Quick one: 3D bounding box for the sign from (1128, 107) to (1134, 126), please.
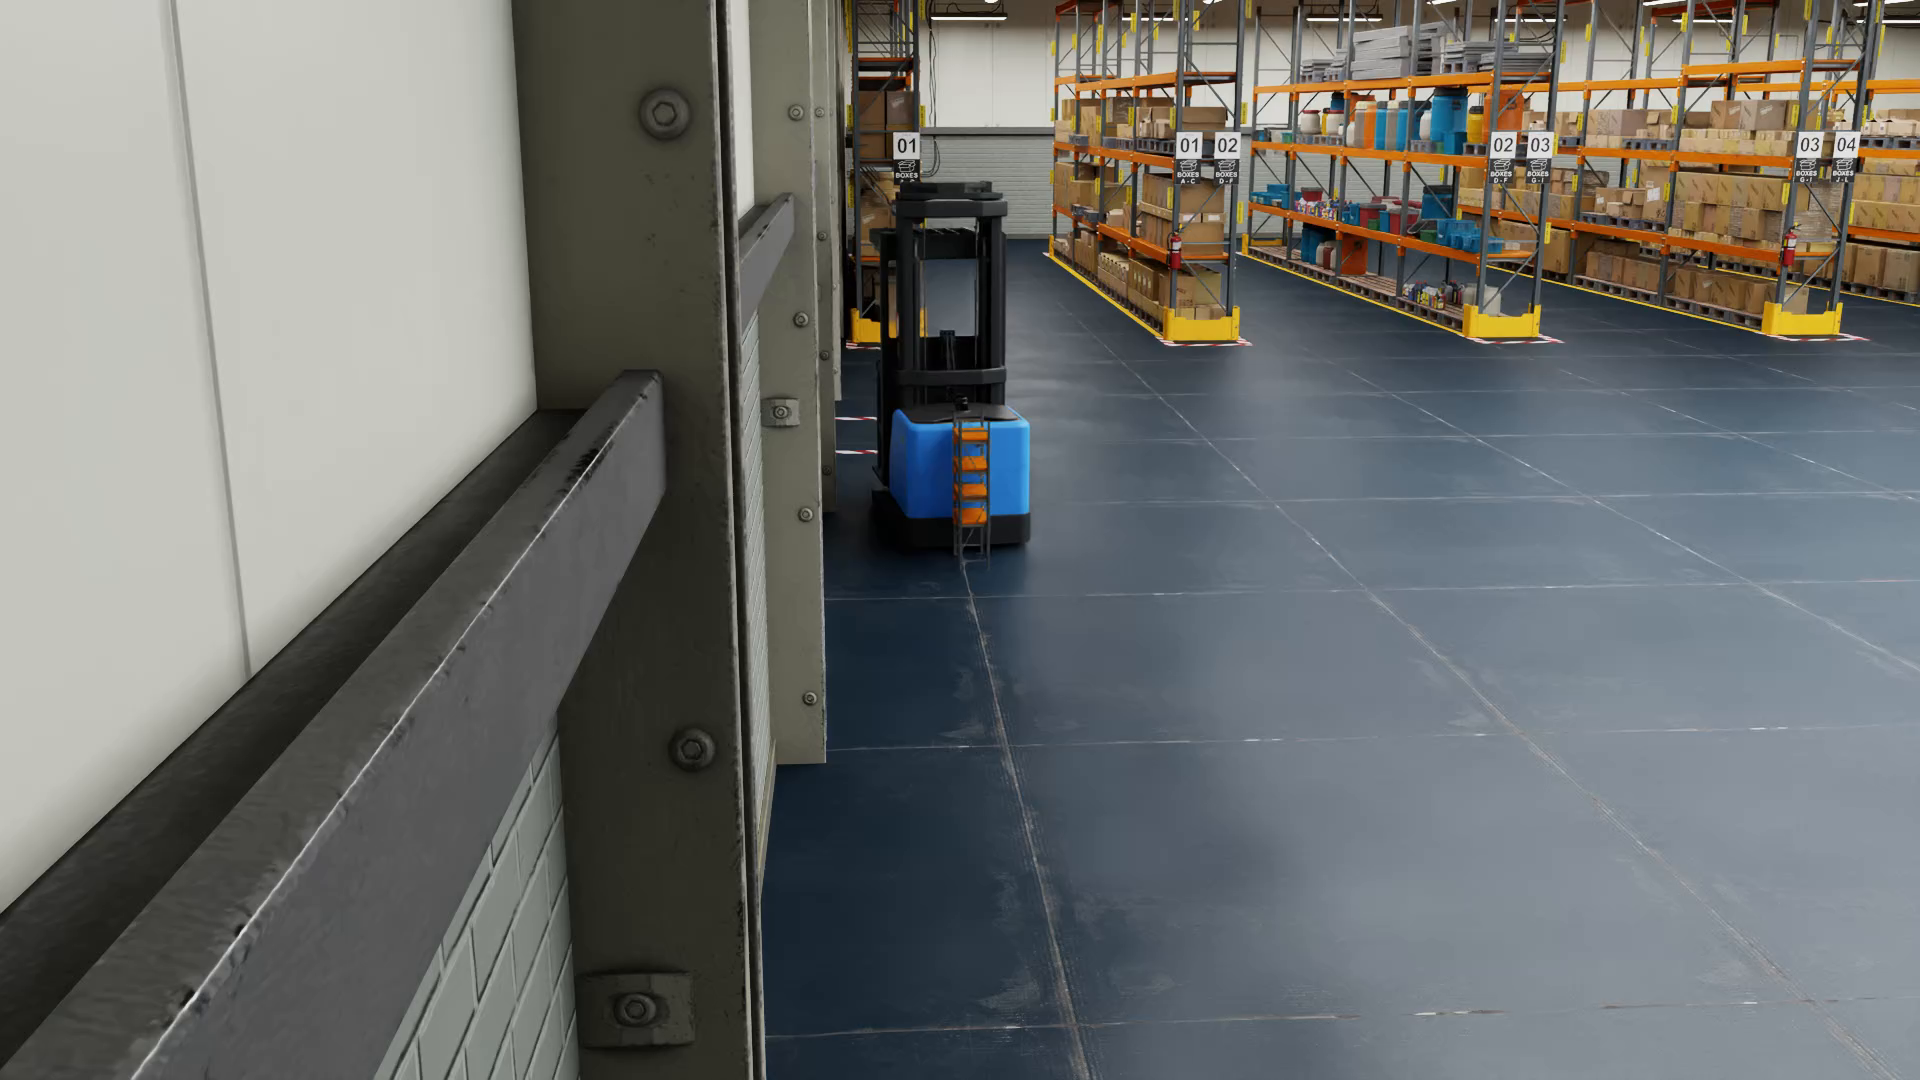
[{"bbox_3d":[3.035,-7.495,29.450,0.100,0.325,0.005,-1,14,-3],"label":"sign"}]

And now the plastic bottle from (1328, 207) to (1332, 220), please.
[{"bbox_3d":[7.806,-6.888,35.034,0.097,0.271,0.097,0,14,0],"label":"plastic bottle"}]

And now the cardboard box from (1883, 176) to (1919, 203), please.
[{"bbox_3d":[18.319,-6.764,32.088,0.700,0.500,0.500,-1,14,-3],"label":"cardboard box"}]

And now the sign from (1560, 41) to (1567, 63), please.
[{"bbox_3d":[9.318,-7.543,25.703,0.100,0.325,0.005,-1,14,-3],"label":"sign"}]

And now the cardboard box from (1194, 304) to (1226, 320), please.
[{"bbox_3d":[4.013,-3.665,26.925,0.500,0.250,0.500,-1,14,-3],"label":"cardboard box"}]

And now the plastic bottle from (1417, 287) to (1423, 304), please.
[{"bbox_3d":[8.137,-4.328,29.396,0.061,0.283,0.133,0,14,-1],"label":"plastic bottle"}]

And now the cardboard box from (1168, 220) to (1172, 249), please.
[{"bbox_3d":[3.771,-4.951,27.049,0.700,0.500,0.500,-1,14,-2],"label":"cardboard box"}]

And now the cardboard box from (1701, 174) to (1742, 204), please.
[{"bbox_3d":[13.301,-6.115,28.969,0.500,0.500,0.500,-1,14,-3],"label":"cardboard box"}]

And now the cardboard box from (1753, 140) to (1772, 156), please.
[{"bbox_3d":[13.394,-6.428,27.271,0.500,0.250,0.500,-1,14,-3],"label":"cardboard box"}]

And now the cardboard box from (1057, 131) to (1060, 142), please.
[{"bbox_3d":[2.629,-9.759,40.217,0.500,0.250,0.500,-1,14,-3],"label":"cardboard box"}]

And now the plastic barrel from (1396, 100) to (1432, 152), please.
[{"bbox_3d":[8.272,-7.545,30.305,0.600,0.901,0.708,-1,14,-3],"label":"plastic barrel"}]

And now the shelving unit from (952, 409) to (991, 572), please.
[{"bbox_3d":[0.089,-0.399,13.167,0.258,1.200,0.503,-1,14,-5],"label":"shelving unit"}]

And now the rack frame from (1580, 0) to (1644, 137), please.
[{"bbox_3d":[13.216,-9.703,33.679,1.000,3.000,0.127,-1,14,-3],"label":"rack frame"}]

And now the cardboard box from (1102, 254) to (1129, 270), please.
[{"bbox_3d":[3.109,-5.524,33.025,0.500,0.311,0.500,-1,14,-5],"label":"cardboard box"}]

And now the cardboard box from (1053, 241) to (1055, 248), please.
[{"bbox_3d":[2.516,-7.358,41.443,0.380,0.149,0.250,-1,14,-3],"label":"cardboard box"}]

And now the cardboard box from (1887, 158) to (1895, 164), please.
[{"bbox_3d":[22.524,-9.118,39.934,0.380,0.149,0.250,-1,14,-4],"label":"cardboard box"}]

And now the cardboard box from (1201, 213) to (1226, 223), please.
[{"bbox_3d":[4.015,-5.119,26.401,0.380,0.149,0.250,-1,14,-4],"label":"cardboard box"}]

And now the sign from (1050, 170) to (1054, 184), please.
[{"bbox_3d":[2.291,-9.046,41.428,0.100,0.325,0.005,-1,14,-3],"label":"sign"}]

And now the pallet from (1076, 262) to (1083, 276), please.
[{"bbox_3d":[3.169,-6.088,37.265,1.003,0.211,1.213,-1,14,-3],"label":"pallet"}]

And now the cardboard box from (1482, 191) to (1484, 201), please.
[{"bbox_3d":[12.644,-8.098,39.185,0.500,0.250,0.500,0,14,-2],"label":"cardboard box"}]

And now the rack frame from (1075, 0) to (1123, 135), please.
[{"bbox_3d":[3.081,-10.546,36.954,1.000,3.000,0.127,-1,14,-3],"label":"rack frame"}]

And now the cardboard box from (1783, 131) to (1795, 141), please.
[{"bbox_3d":[13.383,-6.445,26.538,0.380,0.149,0.250,-1,14,-3],"label":"cardboard box"}]

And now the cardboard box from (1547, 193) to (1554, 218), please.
[{"bbox_3d":[12.878,-7.218,35.860,0.500,0.500,0.500,-1,14,-5],"label":"cardboard box"}]

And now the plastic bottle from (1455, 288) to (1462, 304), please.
[{"bbox_3d":[8.780,-4.298,29.279,0.061,0.283,0.133,-1,14,-3],"label":"plastic bottle"}]

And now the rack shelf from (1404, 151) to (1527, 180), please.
[{"bbox_3d":[8.644,-6.333,28.045,1.077,0.370,4.000,-1,14,-3],"label":"rack shelf"}]

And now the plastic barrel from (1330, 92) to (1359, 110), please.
[{"bbox_3d":[8.283,-9.193,35.866,0.600,0.901,0.708,-1,14,-3],"label":"plastic barrel"}]

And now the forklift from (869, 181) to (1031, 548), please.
[{"bbox_3d":[-0.193,-1.678,14.665,1.130,2.935,3.031,-3,15,-10],"label":"forklift"}]

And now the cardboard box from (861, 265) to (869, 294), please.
[{"bbox_3d":[-1.512,-4.886,31.132,0.700,0.500,0.500,-1,14,-5],"label":"cardboard box"}]

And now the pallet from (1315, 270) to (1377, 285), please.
[{"bbox_3d":[8.182,-5.566,35.236,1.003,0.211,1.213,-1,14,-3],"label":"pallet"}]

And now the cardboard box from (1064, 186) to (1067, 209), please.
[{"bbox_3d":[2.726,-8.065,39.152,0.500,0.500,0.500,-1,14,-2],"label":"cardboard box"}]

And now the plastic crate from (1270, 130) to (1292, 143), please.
[{"bbox_3d":[7.606,-9.550,39.342,0.437,0.282,0.530,-1,14,-3],"label":"plastic crate"}]

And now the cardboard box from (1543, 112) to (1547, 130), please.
[{"bbox_3d":[13.068,-9.011,35.960,0.797,0.503,0.637,-1,14,-4],"label":"cardboard box"}]

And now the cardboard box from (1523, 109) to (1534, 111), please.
[{"bbox_3d":[12.860,-9.739,38.594,0.700,0.500,0.500,-2,15,-7],"label":"cardboard box"}]

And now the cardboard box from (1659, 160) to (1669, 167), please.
[{"bbox_3d":[17.488,-9.144,40.743,0.500,0.500,0.500,-1,14,-5],"label":"cardboard box"}]

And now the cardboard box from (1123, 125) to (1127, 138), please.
[{"bbox_3d":[3.463,-7.987,32.487,0.500,0.250,0.500,0,14,-2],"label":"cardboard box"}]

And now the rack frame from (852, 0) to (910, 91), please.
[{"bbox_3d":[-1.368,-8.479,28.921,1.000,3.000,0.127,-1,14,-3],"label":"rack frame"}]

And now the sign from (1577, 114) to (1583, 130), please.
[{"bbox_3d":[12.662,-8.532,33.953,0.100,0.325,0.005,-1,14,-3],"label":"sign"}]

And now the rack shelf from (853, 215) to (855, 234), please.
[{"bbox_3d":[-1.739,-6.717,35.557,1.077,0.370,4.000,-1,14,-3],"label":"rack shelf"}]

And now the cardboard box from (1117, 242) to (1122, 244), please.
[{"bbox_3d":[3.450,-6.277,36.536,0.500,0.500,0.500,-1,14,-3],"label":"cardboard box"}]

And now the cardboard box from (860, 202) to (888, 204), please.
[{"bbox_3d":[-1.419,-5.247,27.154,0.500,0.500,0.500,-1,14,-5],"label":"cardboard box"}]

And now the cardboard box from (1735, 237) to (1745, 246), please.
[{"bbox_3d":[13.394,-5.065,28.195,0.380,0.149,0.250,-1,14,-3],"label":"cardboard box"}]

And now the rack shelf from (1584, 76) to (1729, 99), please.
[{"bbox_3d":[13.340,-8.663,31.885,1.077,0.370,4.000,-1,14,-3],"label":"rack shelf"}]

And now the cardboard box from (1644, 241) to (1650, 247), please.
[{"bbox_3d":[17.488,-7.462,41.888,0.380,0.149,0.250,-1,14,-4],"label":"cardboard box"}]

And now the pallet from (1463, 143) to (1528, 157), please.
[{"bbox_3d":[8.815,-6.300,26.851,1.003,0.211,1.213,-1,14,-3],"label":"pallet"}]

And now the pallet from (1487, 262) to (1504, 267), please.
[{"bbox_3d":[12.999,-6.632,39.380,1.003,0.211,1.213,-1,14,-3],"label":"pallet"}]

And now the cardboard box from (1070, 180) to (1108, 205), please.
[{"bbox_3d":[2.887,-7.771,37.166,0.700,0.500,0.500,-6,16,-22],"label":"cardboard box"}]

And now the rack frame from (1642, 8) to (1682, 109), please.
[{"bbox_3d":[17.677,-11.744,41.611,1.000,3.000,0.127,-1,14,-3],"label":"rack frame"}]

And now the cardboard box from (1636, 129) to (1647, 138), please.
[{"bbox_3d":[13.248,-7.810,31.969,0.380,0.166,0.250,-1,14,-5],"label":"cardboard box"}]

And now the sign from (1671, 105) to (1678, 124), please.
[{"bbox_3d":[12.910,-7.687,30.036,0.100,0.325,0.005,-1,14,-3],"label":"sign"}]

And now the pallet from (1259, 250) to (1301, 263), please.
[{"bbox_3d":[7.862,-6.852,40.233,1.003,0.211,1.213,-1,14,-3],"label":"pallet"}]

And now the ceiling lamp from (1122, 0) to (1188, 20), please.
[{"bbox_3d":[5.164,-15.073,42.834,2.000,3.185,0.800,-1,14,-3],"label":"ceiling lamp"}]

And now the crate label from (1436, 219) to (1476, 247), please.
[{"bbox_3d":[8.384,-5.202,28.155,0.502,0.435,0.616,-1,14,-3],"label":"crate label"}]

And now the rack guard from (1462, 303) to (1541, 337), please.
[{"bbox_3d":[8.717,-3.539,26.778,1.175,0.500,0.348,-1,14,-3],"label":"rack guard"}]

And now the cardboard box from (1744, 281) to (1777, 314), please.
[{"bbox_3d":[13.618,-4.104,28.133,0.500,0.500,0.500,3,15,11],"label":"cardboard box"}]

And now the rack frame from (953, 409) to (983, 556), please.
[{"bbox_3d":[0.067,-0.459,13.403,0.240,1.200,0.015,-1,14,-5],"label":"rack frame"}]

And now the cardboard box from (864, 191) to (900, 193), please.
[{"bbox_3d":[-1.477,-6.403,31.811,0.700,0.500,0.500,-1,14,-3],"label":"cardboard box"}]
